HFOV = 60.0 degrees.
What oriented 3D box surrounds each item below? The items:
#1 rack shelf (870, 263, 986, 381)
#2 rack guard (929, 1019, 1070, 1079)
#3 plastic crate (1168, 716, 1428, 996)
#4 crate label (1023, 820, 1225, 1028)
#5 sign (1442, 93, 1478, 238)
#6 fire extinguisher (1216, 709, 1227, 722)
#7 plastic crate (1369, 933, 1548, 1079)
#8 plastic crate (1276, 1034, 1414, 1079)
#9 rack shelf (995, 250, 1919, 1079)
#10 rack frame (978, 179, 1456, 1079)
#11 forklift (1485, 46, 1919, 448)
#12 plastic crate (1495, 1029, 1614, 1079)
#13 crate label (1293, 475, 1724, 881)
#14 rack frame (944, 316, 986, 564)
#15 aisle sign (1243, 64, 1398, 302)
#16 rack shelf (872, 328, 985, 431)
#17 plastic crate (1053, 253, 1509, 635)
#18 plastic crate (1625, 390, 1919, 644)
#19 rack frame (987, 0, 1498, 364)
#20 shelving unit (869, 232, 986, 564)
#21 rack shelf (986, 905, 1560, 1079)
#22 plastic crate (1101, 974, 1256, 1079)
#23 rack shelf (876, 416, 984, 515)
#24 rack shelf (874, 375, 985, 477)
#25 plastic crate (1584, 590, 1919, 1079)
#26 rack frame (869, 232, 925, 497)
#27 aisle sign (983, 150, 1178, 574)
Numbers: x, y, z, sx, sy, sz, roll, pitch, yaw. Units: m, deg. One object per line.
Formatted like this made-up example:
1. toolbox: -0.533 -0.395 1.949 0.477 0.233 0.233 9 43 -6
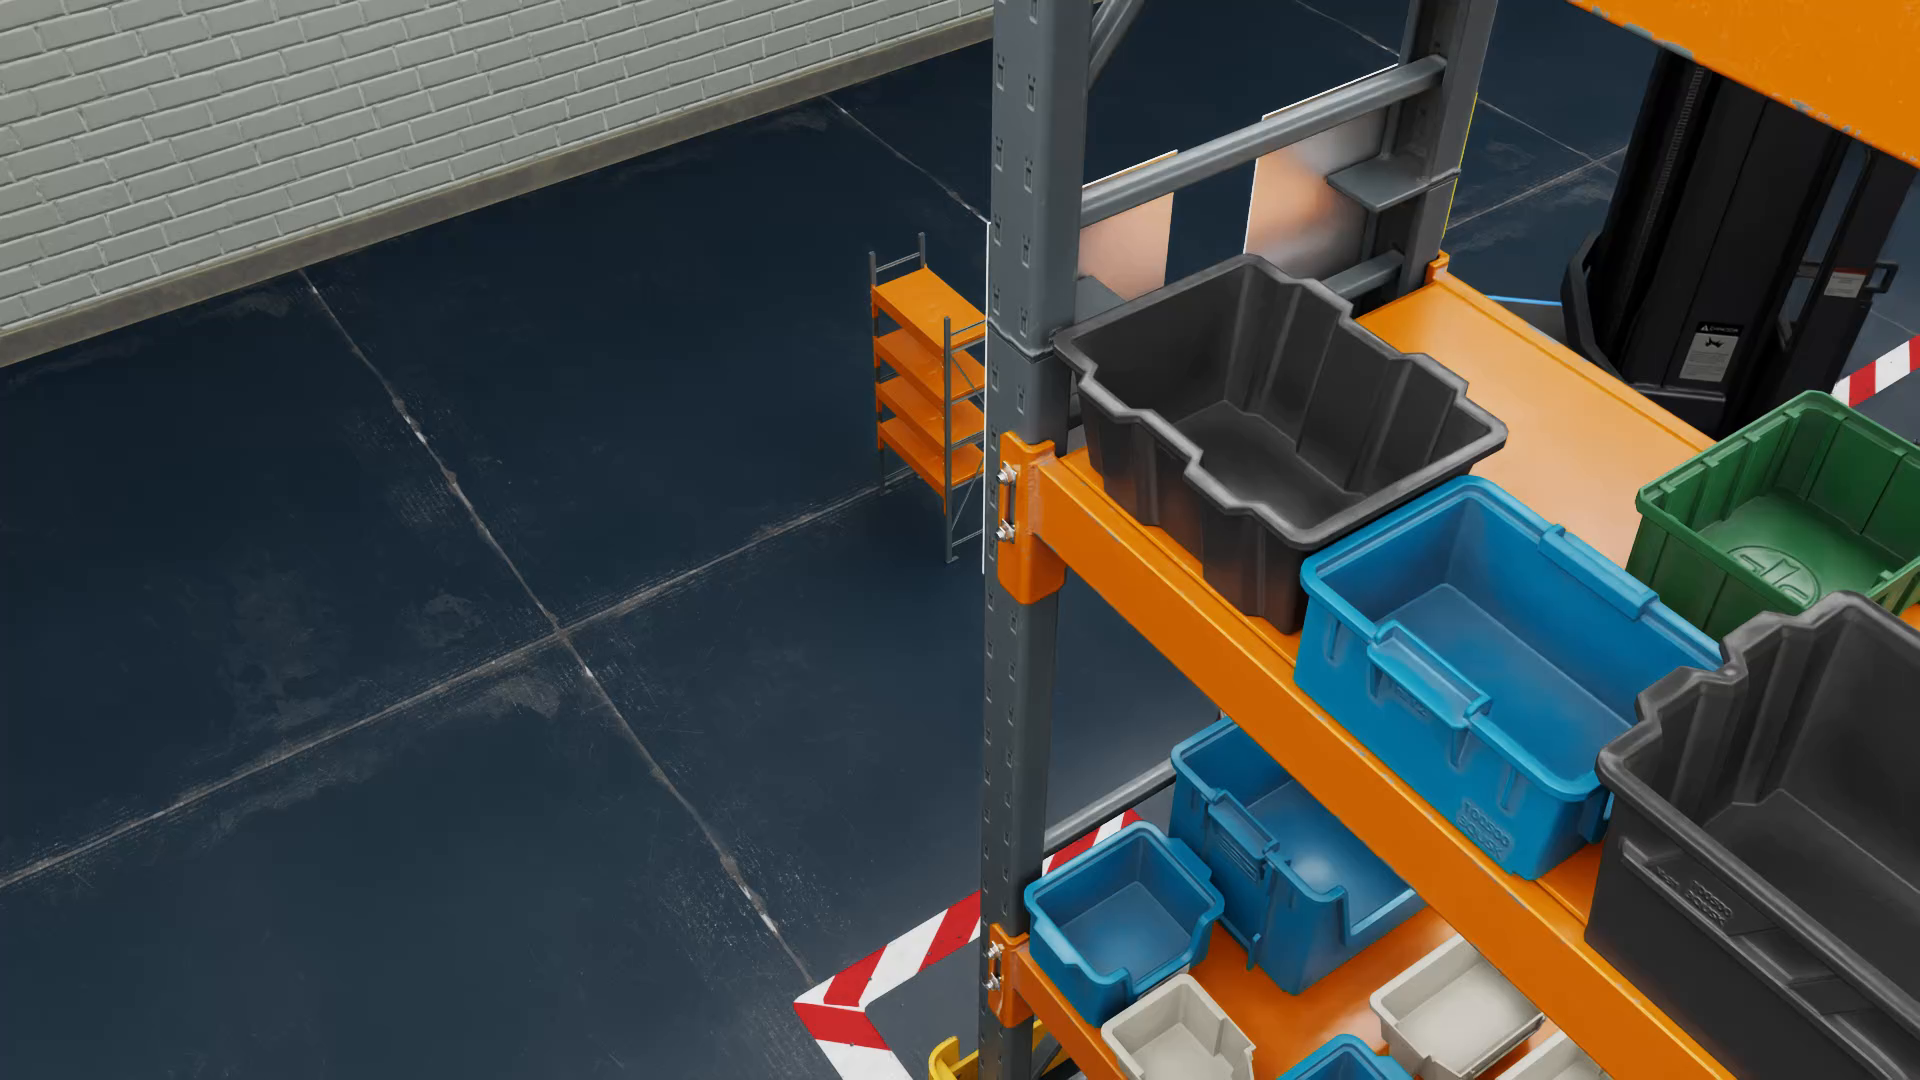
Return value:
1. rack shelf: -0.095 -0.812 6.163 0.258 0.148 0.480 -26 49 -24
2. rack guard: 0.466 1.461 4.857 1.175 0.500 0.348 -26 49 -24
3. plastic crate: 0.836 0.647 3.831 0.616 0.435 0.499 -26 49 -24
4. crate label: 0.362 0.875 3.739 0.416 0.233 0.303 -26 49 -24
5. sign: 0.933 -0.708 3.223 0.100 0.325 0.005 -26 49 -24
6. fire extinguisher: 0.777 0.464 4.418 0.296 0.674 0.183 -26 49 -24
7. plastic crate: 1.106 1.030 3.647 0.396 0.136 0.243 -26 49 -24
8. plastic crate: 0.739 1.247 3.349 0.416 0.233 0.300 -26 49 -24
9. rack shelf: 1.635 0.874 2.011 1.077 0.370 4.000 -26 49 -24
10. rack frame: 0.491 0.566 3.985 1.000 3.000 0.127 -26 49 -24
11. forklift: 2.870 -0.746 5.409 3.031 2.935 1.130 7 44 7
12. plastic crate: 1.260 1.200 3.469 0.396 0.136 0.243 -26 49 -24
13. crate label: 0.754 0.185 2.320 0.408 0.251 0.502 -26 49 -24
14. rack frame: 0.045 -0.390 6.289 0.240 1.200 0.015 -26 49 -24
15. aisle sign: 0.690 -0.531 3.251 0.394 0.787 0.004 -26 49 -24
16. rack shelf: -0.095 -0.641 6.326 0.258 0.148 0.480 -26 49 -24
17. plastic crate: 0.482 -0.144 2.651 0.497 0.269 0.590 -26 49 -24
18. plastic crate: 1.289 0.003 2.555 0.450 0.188 0.336 -26 49 -24
19. rack frame: 0.491 -1.604 1.914 1.000 3.000 0.127 -26 49 -24
20. shelving unit: -0.095 -0.528 6.434 0.258 1.200 0.503 -26 49 -24
21. rack shelf: 1.635 1.959 3.047 1.077 0.370 4.000 -26 49 -24
22. plastic crate: 0.478 1.124 3.548 0.250 0.136 0.298 -26 49 -24
23. rack shelf: -0.095 -0.335 6.617 0.258 0.148 0.480 -26 49 -24
24. rack shelf: -0.095 -0.479 6.480 0.258 0.148 0.480 -26 49 -24
25. plastic crate: 1.139 0.477 1.951 0.504 0.338 0.767 -26 49 -24
26. rack frame: -0.234 -0.666 6.579 0.240 1.200 0.015 -26 49 -24
27. aisle sign: 0.206 -0.298 3.007 0.394 0.787 0.004 -26 49 -24
